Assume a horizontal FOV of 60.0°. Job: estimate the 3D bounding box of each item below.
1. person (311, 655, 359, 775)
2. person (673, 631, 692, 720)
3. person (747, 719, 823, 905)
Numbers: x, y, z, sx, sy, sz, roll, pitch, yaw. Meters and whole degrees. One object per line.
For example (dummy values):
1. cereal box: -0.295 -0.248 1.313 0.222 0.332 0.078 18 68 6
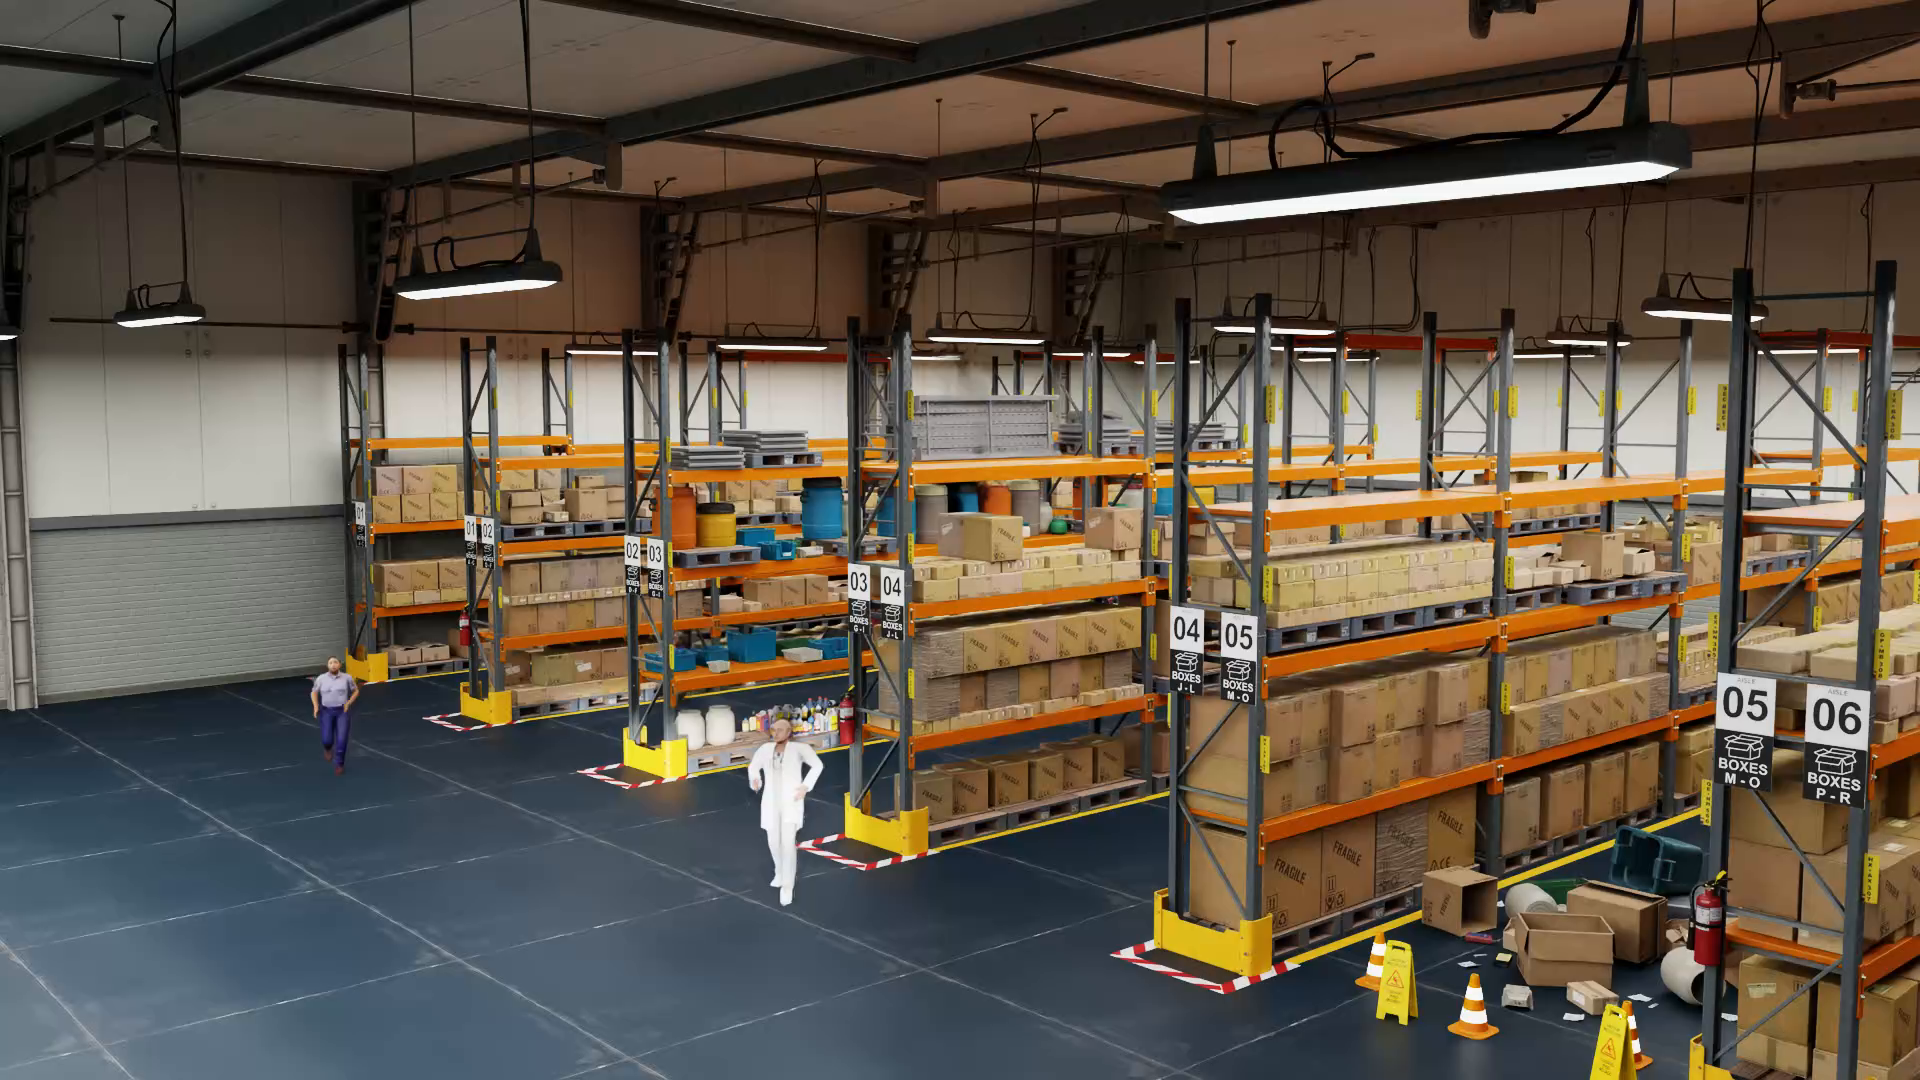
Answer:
1. person: -8.471 2.362 22.562 0.616 1.606 0.550 -2 5 -19
2. person: -4.162 2.156 24.437 0.628 1.620 0.552 -5 7 -42
3. person: -1.835 2.742 17.071 0.769 1.808 0.789 1 5 14
